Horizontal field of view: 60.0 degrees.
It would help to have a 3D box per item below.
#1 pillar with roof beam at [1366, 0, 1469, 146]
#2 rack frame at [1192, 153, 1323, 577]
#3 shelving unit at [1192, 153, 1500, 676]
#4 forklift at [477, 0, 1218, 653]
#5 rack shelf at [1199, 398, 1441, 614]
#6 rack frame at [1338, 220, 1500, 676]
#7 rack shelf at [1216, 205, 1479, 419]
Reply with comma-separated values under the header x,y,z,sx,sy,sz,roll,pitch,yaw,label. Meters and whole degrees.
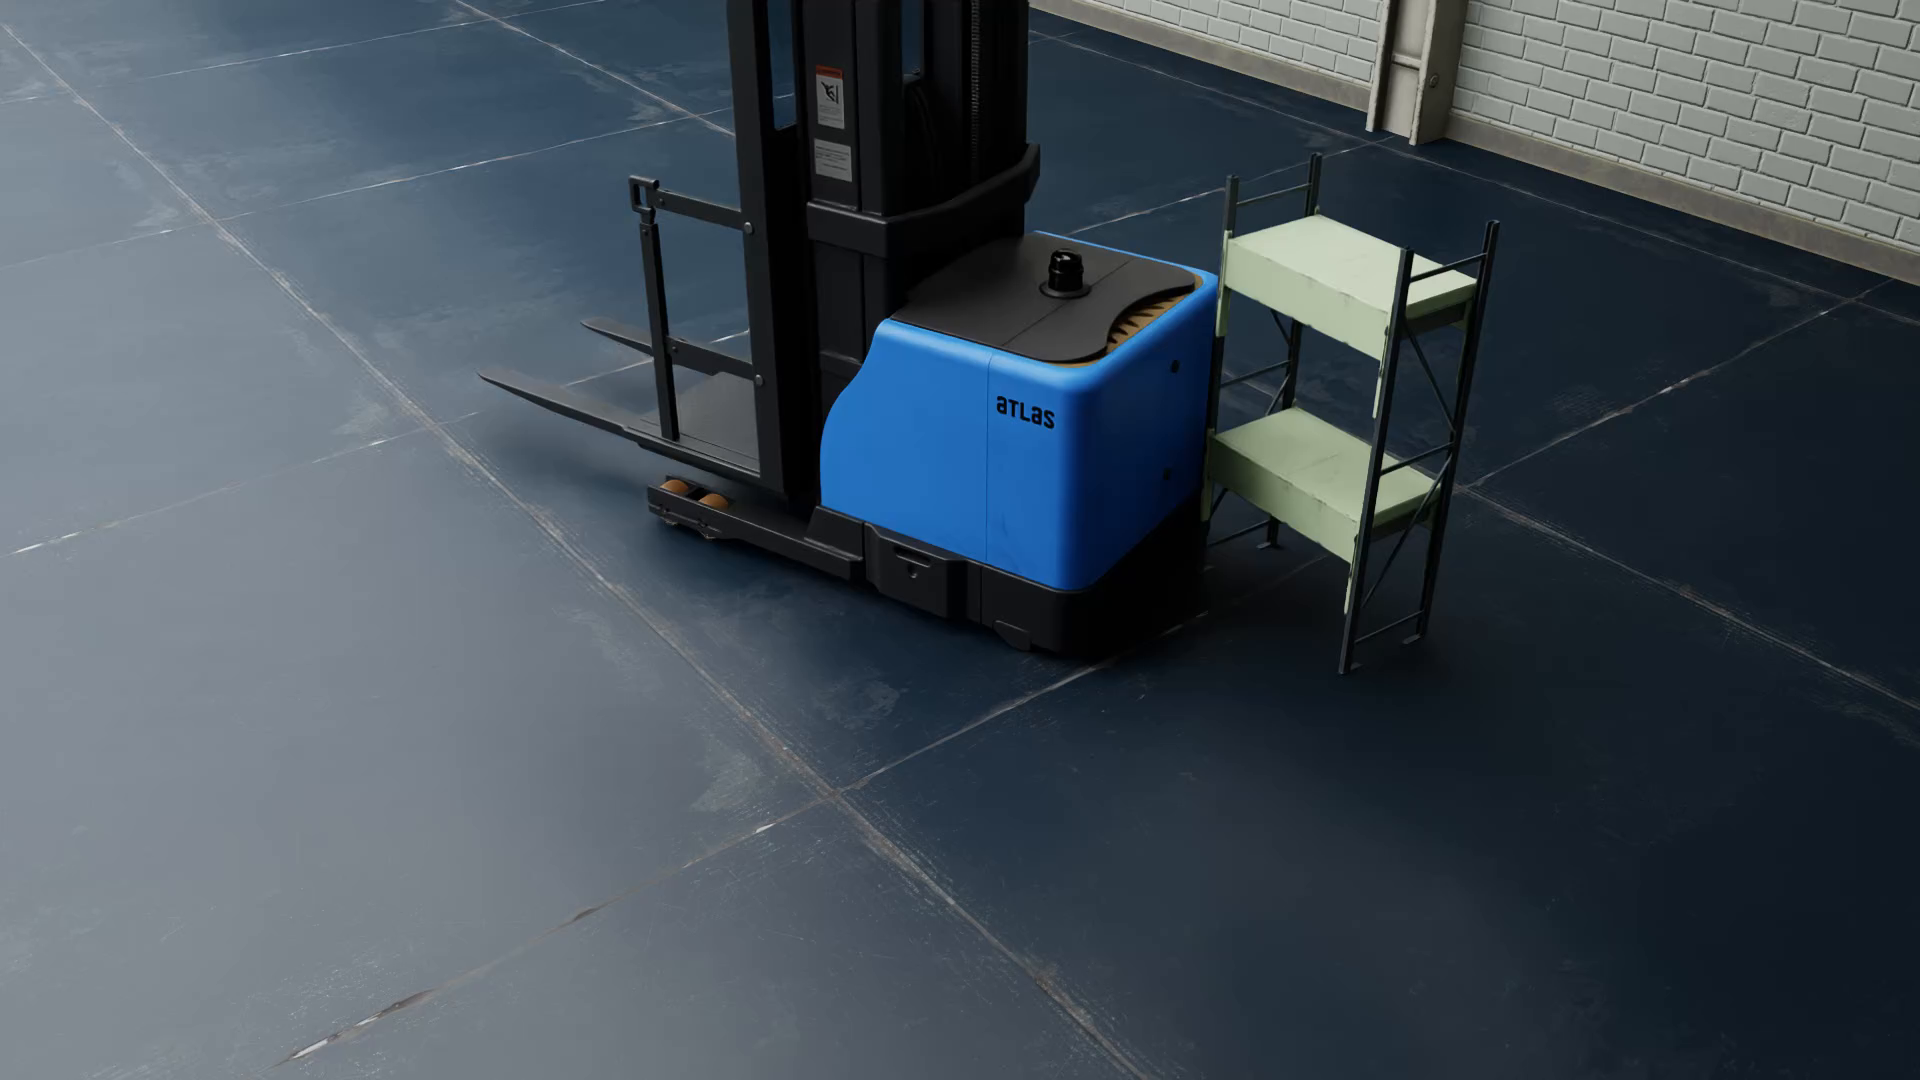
x,y,z,sx,sy,sz,roll,pitch,yaw,label
-0.631,-4.958,5.704,9.100,9.000,0.400,-22,38,-31,pillar with roof beam
1.015,-0.568,5.743,0.400,1.500,0.023,-20,37,-29,rack frame
1.222,-0.409,5.487,0.431,1.500,0.755,-20,37,-29,shelving unit
-0.580,-1.460,5.823,3.031,2.935,1.130,19,37,28,forklift
1.222,-0.132,5.659,0.431,0.370,0.720,-20,37,-29,rack shelf
1.429,-0.250,5.230,0.400,1.500,0.023,-20,37,-29,rack frame
1.222,-0.740,5.281,0.431,0.370,0.720,-20,37,-29,rack shelf
